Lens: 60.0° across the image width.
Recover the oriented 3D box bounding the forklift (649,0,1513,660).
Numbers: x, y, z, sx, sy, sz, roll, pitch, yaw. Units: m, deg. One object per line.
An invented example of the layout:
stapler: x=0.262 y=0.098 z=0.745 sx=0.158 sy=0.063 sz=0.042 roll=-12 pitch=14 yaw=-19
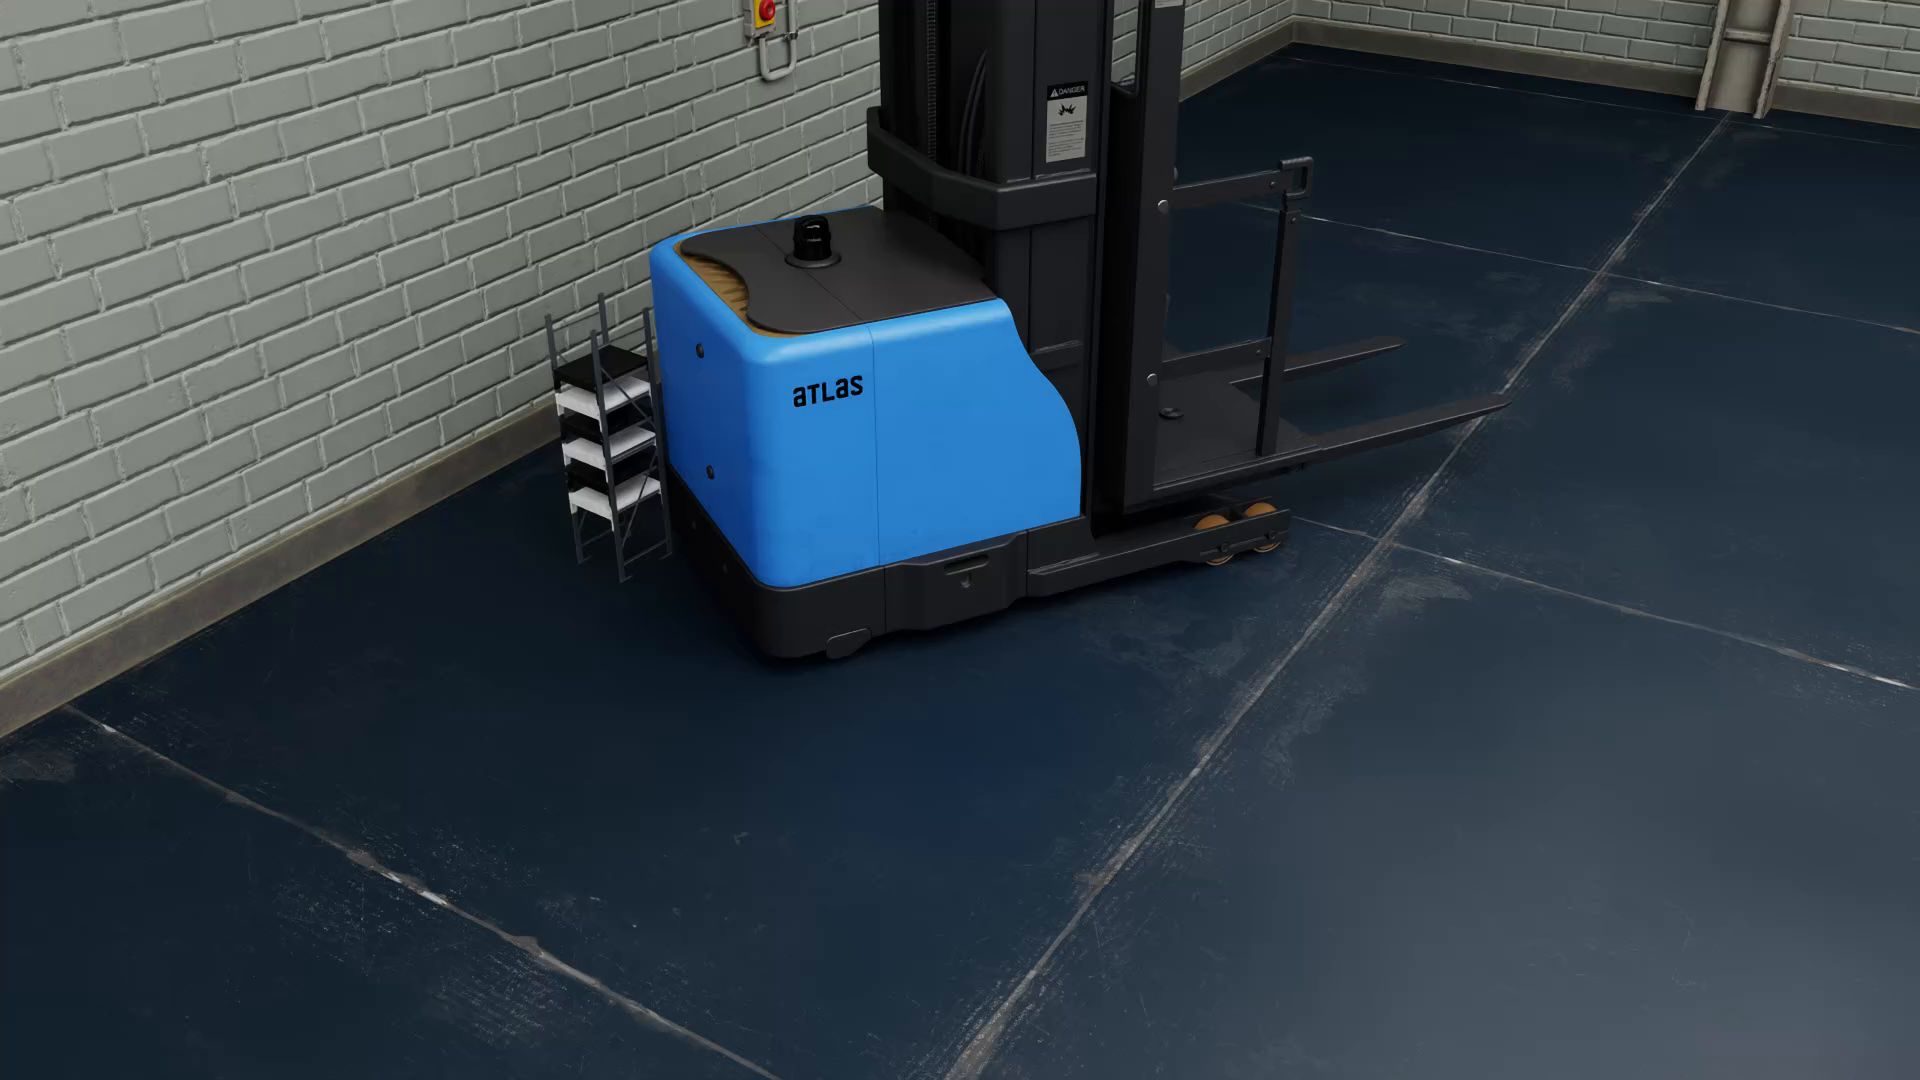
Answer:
forklift: x=0.558 y=-1.405 z=5.250 sx=3.031 sy=2.935 sz=1.130 roll=-14 pitch=33 yaw=-23

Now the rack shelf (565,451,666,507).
rack shelf: x=-1.134 y=-0.219 z=5.477 sx=0.200 sy=0.077 sz=0.258 roll=21 pitch=36 yaw=31

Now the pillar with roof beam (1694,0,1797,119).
pillar with roof beam: x=2.528 y=-4.742 z=4.948 sx=0.400 sy=9.000 sz=9.100 roll=18 pitch=35 yaw=27

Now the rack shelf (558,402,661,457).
rack shelf: x=-1.134 y=-0.374 z=5.386 sx=0.200 sy=0.077 sz=0.258 roll=21 pitch=36 yaw=31

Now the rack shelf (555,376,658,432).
rack shelf: x=-1.134 y=-0.452 z=5.341 sx=0.200 sy=0.077 sz=0.258 roll=21 pitch=36 yaw=31

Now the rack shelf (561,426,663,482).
rack shelf: x=-1.134 y=-0.297 z=5.431 sx=0.200 sy=0.077 sz=0.258 roll=21 pitch=36 yaw=31

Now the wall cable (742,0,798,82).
wall cable: x=-0.803 y=-2.715 z=6.387 sx=0.123 sy=1.953 sz=0.585 roll=18 pitch=35 yaw=27

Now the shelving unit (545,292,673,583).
shelving unit: x=-1.134 y=-0.325 z=5.415 sx=0.210 sy=0.900 sz=0.258 roll=21 pitch=36 yaw=31

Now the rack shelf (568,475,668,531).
rack shelf: x=-1.134 y=-0.141 z=5.522 sx=0.200 sy=0.077 sz=0.258 roll=21 pitch=36 yaw=31

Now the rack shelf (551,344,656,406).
rack shelf: x=-1.134 y=-0.530 z=5.295 sx=0.200 sy=0.077 sz=0.258 roll=21 pitch=36 yaw=31

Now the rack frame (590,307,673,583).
rack frame: x=-1.052 y=-0.295 z=5.362 sx=0.006 sy=0.900 sz=0.240 roll=21 pitch=36 yaw=31

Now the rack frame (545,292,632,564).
rack frame: x=-1.215 y=-0.356 z=5.467 sx=0.006 sy=0.900 sz=0.240 roll=21 pitch=36 yaw=31
